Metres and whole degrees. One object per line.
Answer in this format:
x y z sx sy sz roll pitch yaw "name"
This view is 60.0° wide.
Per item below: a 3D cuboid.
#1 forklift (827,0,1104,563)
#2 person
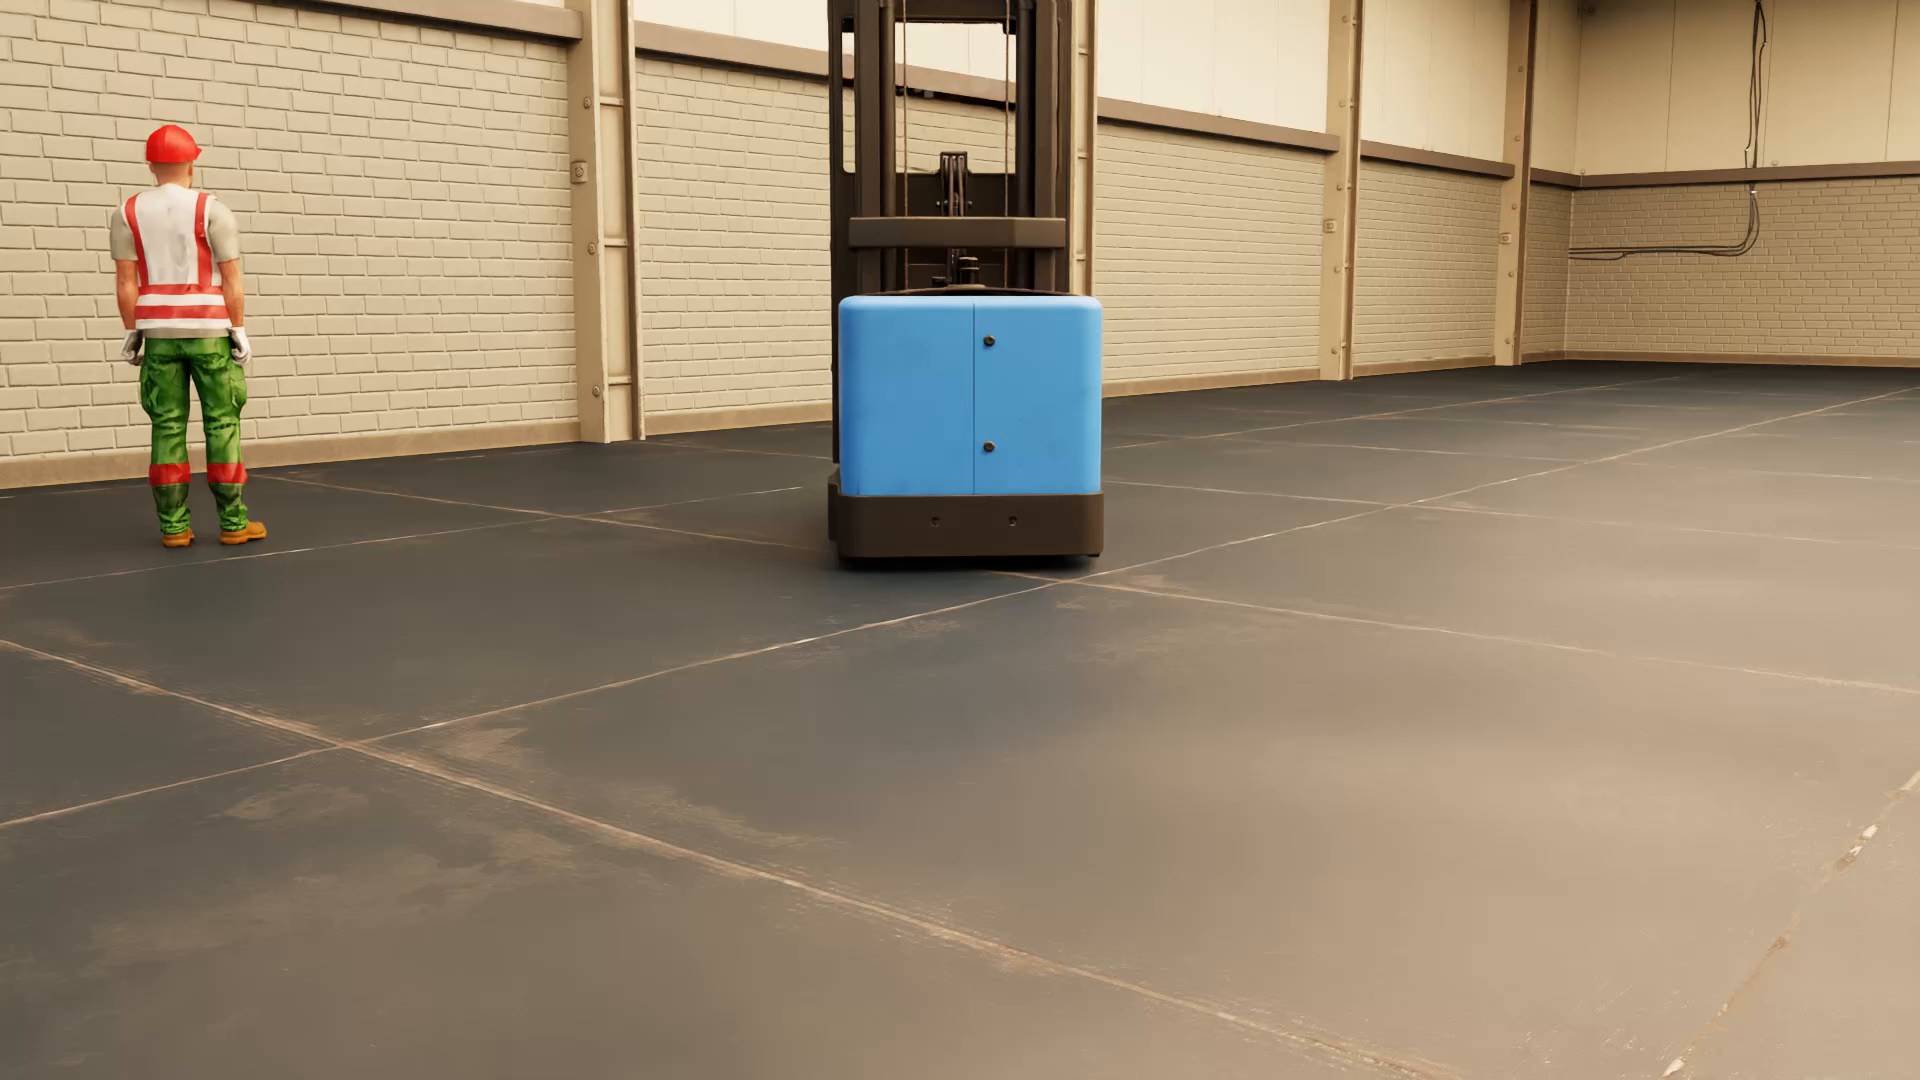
-0.065 -1.534 7.764 1.130 2.935 3.031 -1 8 -5 "forklift"
-3.344 -0.874 7.197 0.528 1.795 0.369 -2 8 -11 "person"
